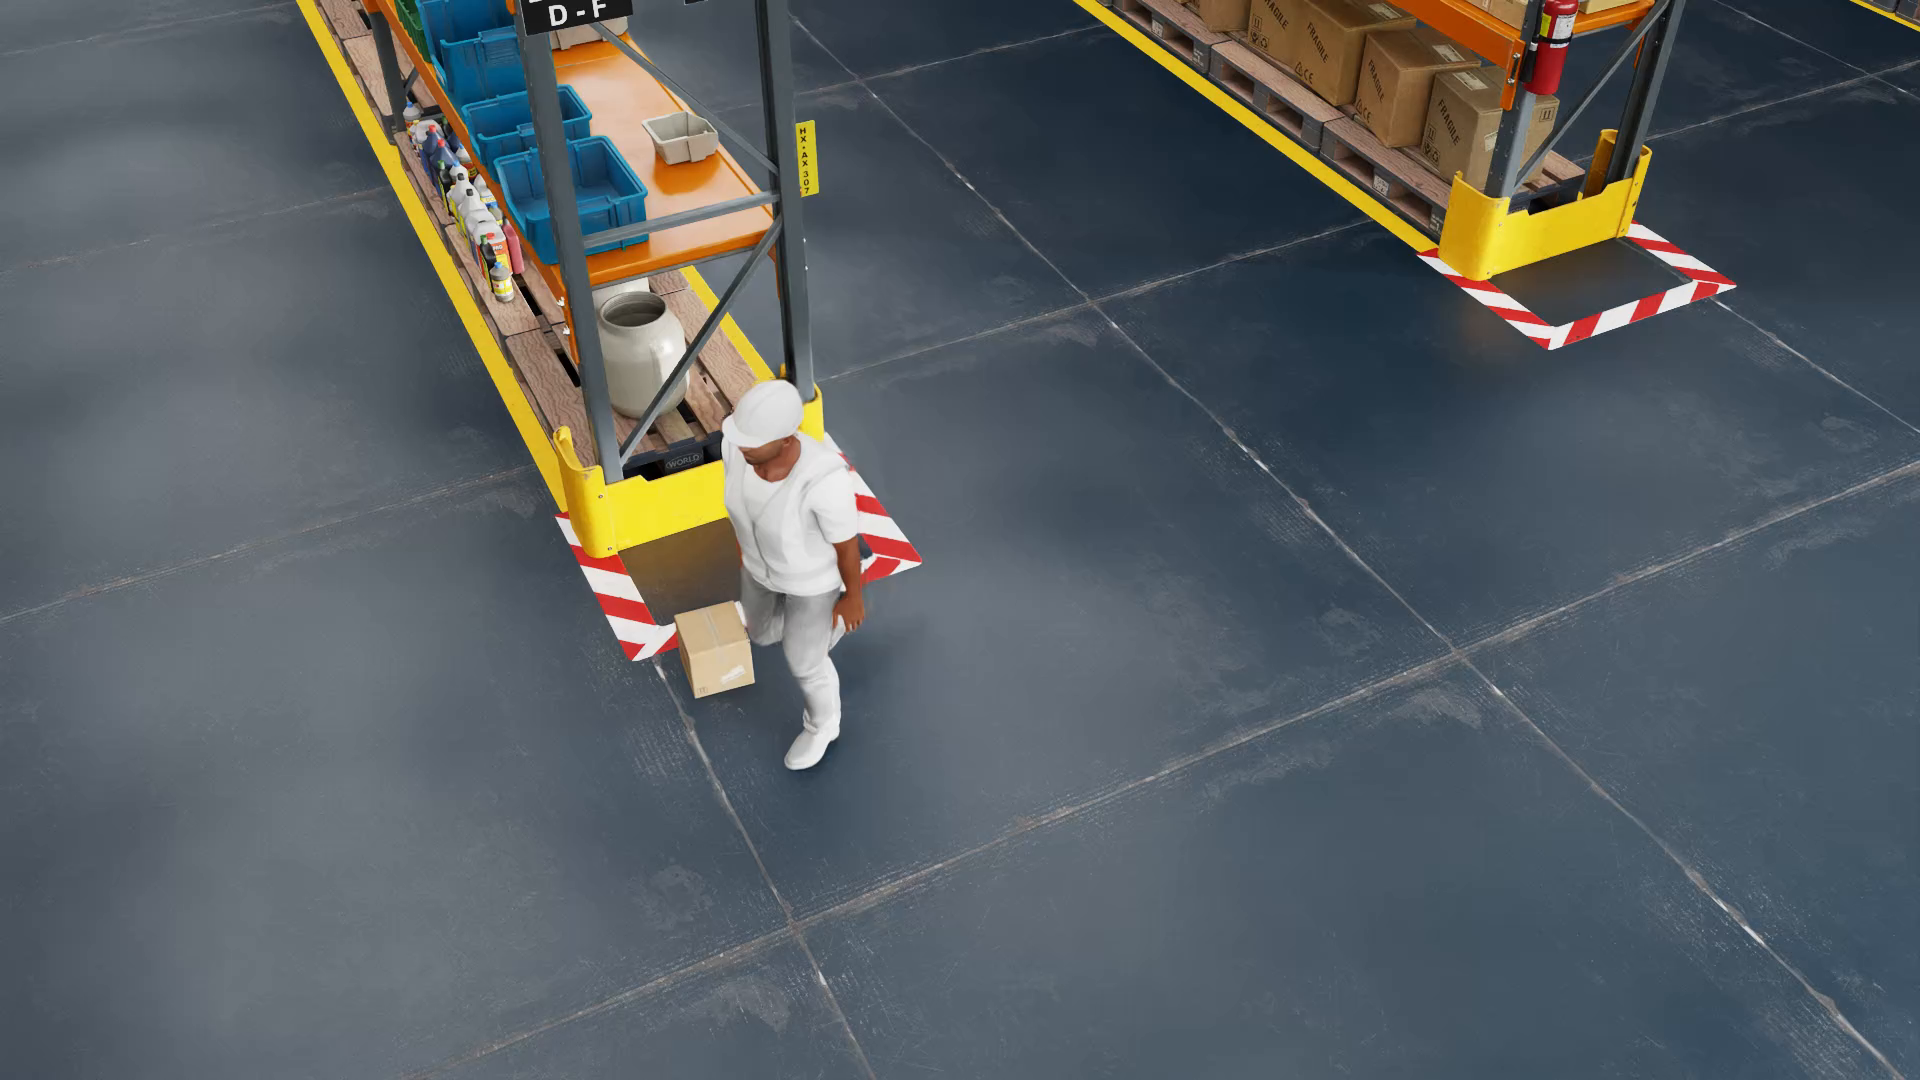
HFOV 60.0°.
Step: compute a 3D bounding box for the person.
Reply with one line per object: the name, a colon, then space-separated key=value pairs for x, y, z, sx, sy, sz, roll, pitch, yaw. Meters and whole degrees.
person: x=-0.552 y=0.042 z=6.080 sx=0.598 sy=1.752 sz=0.717 roll=25 pitch=47 yaw=26
